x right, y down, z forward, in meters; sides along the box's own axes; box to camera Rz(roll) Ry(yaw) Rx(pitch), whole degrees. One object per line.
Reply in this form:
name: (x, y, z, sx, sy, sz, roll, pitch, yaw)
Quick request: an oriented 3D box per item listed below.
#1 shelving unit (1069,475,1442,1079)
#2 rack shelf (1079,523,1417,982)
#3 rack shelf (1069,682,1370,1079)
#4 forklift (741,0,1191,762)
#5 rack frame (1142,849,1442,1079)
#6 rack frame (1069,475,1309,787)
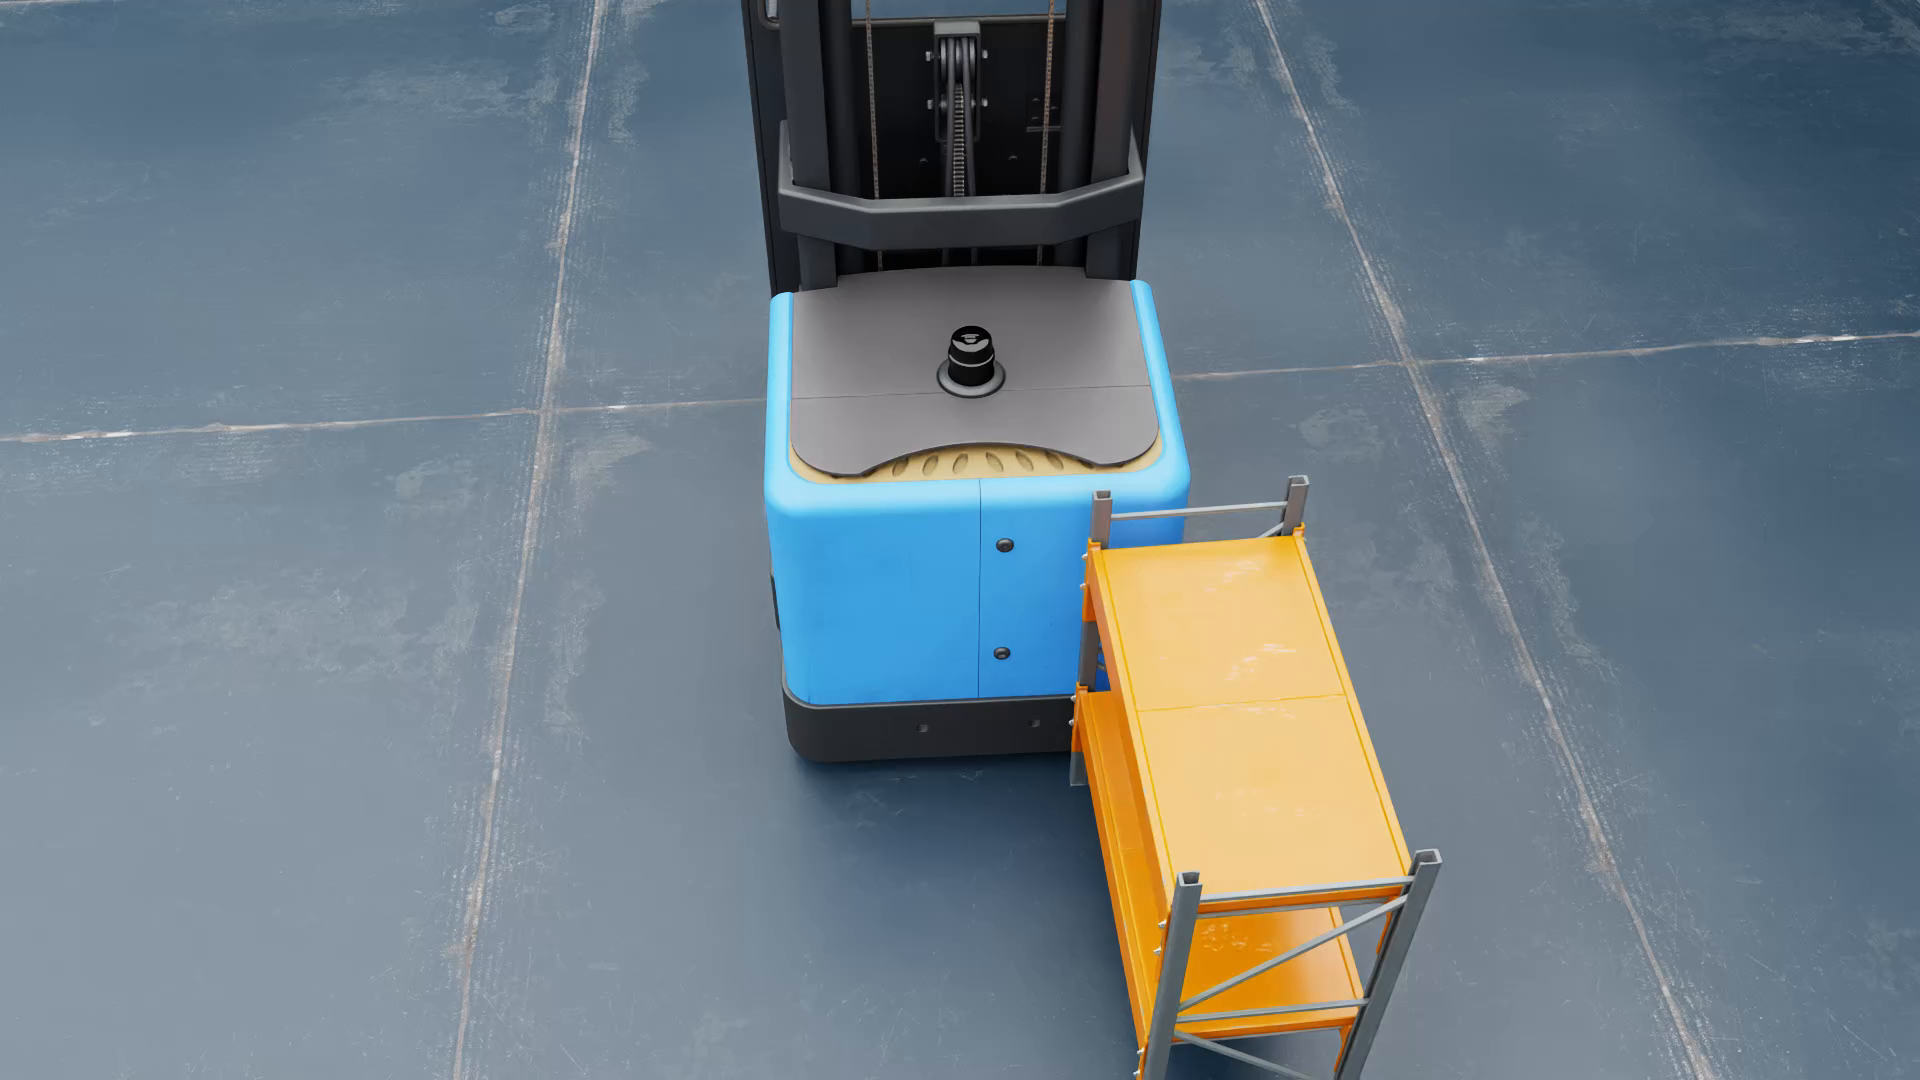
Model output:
shelving unit: (0.605, 0.634, 3.875, 0.538, 1.125, 1.048, -4, 47, -4)
rack shelf: (0.605, 0.432, 3.663, 0.538, 0.278, 1.000, -4, 47, -4)
rack shelf: (0.605, 0.802, 4.053, 0.538, 0.278, 1.000, -4, 47, -4)
forklift: (-0.035, -1.462, 4.616, 1.130, 2.935, 3.031, -2, 47, -2)
rack frame: (0.657, 1.001, 3.528, 0.500, 1.125, 0.032, -4, 47, -4)
rack frame: (0.553, 0.266, 4.223, 0.500, 1.125, 0.032, -4, 47, -4)
